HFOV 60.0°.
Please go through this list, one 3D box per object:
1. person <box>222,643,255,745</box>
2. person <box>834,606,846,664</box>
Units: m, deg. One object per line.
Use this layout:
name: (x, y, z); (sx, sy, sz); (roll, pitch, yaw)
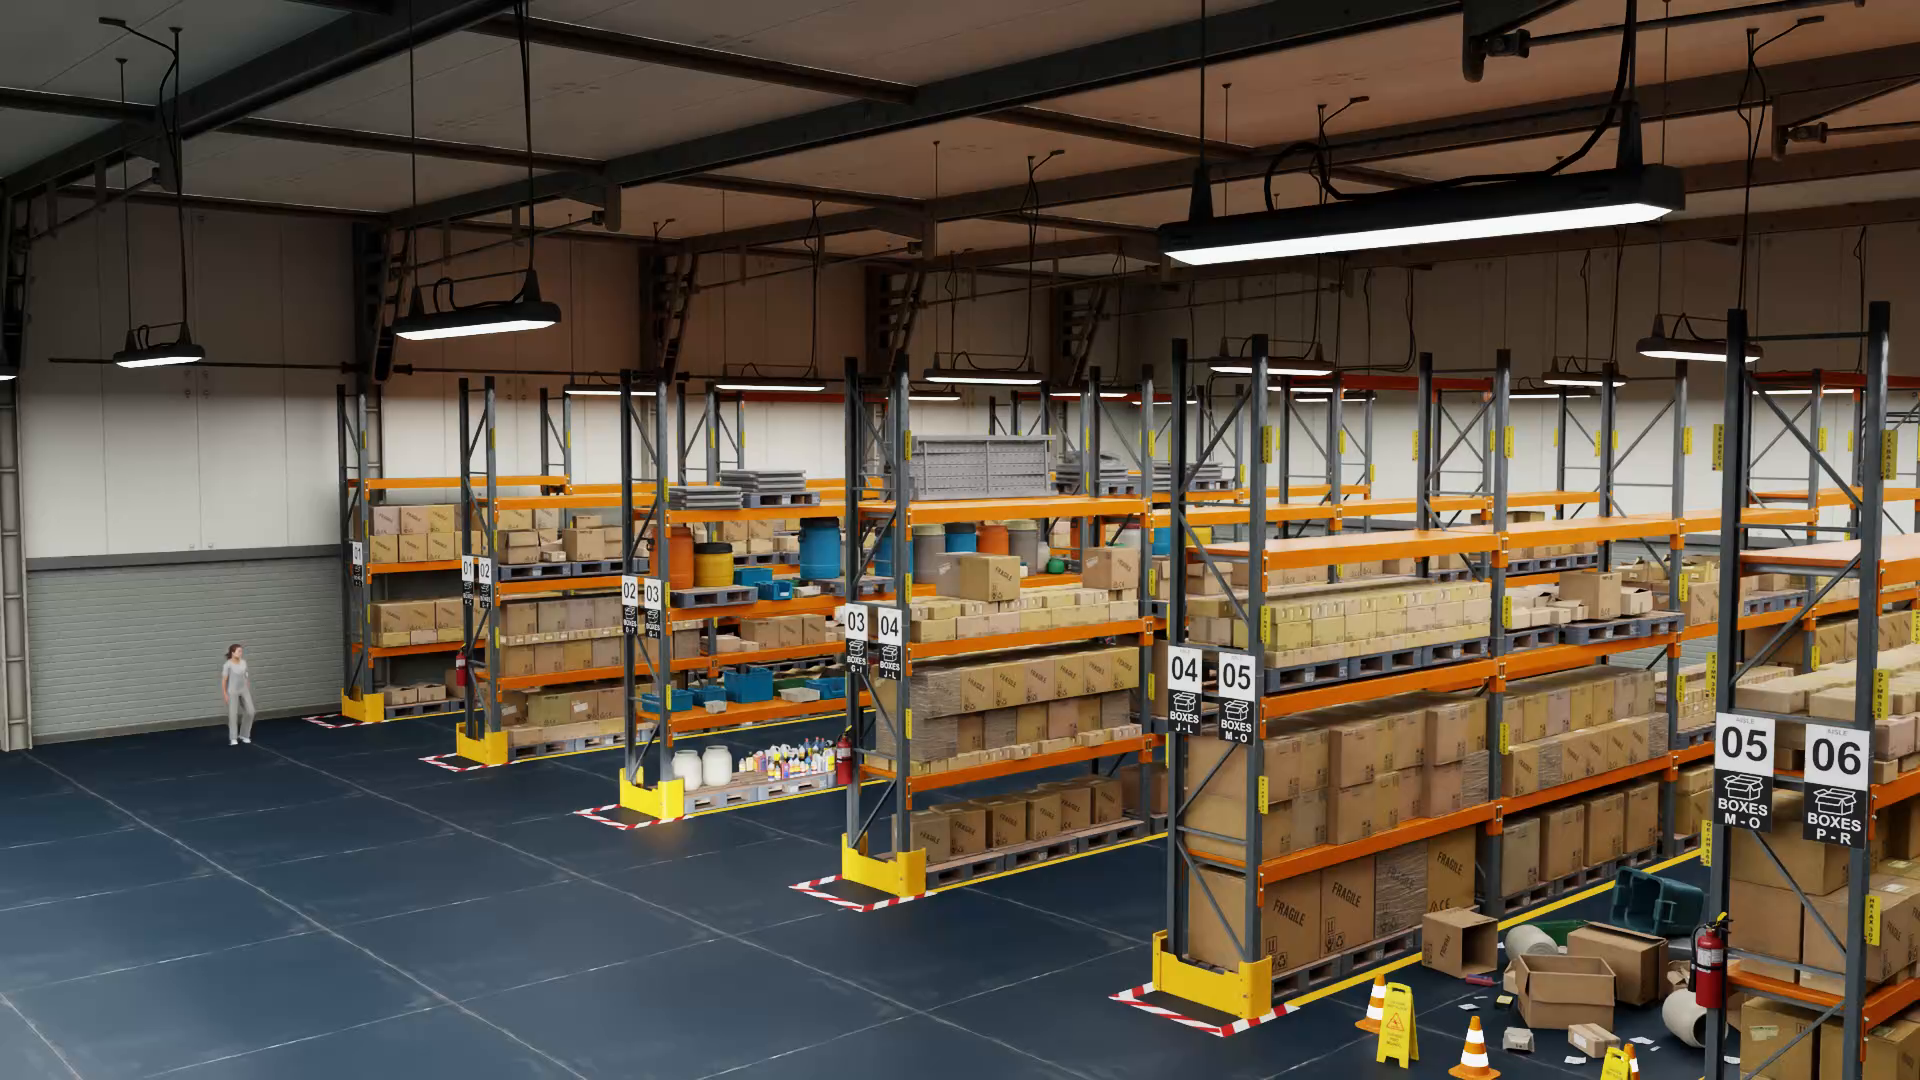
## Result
person: (-11.940, 2.562, 27.458); (0.342, 1.721, 0.523); (3, 5, 36)
person: (-2.267, 1.970, 33.748); (0.616, 1.872, 0.463); (-1, 4, -21)
